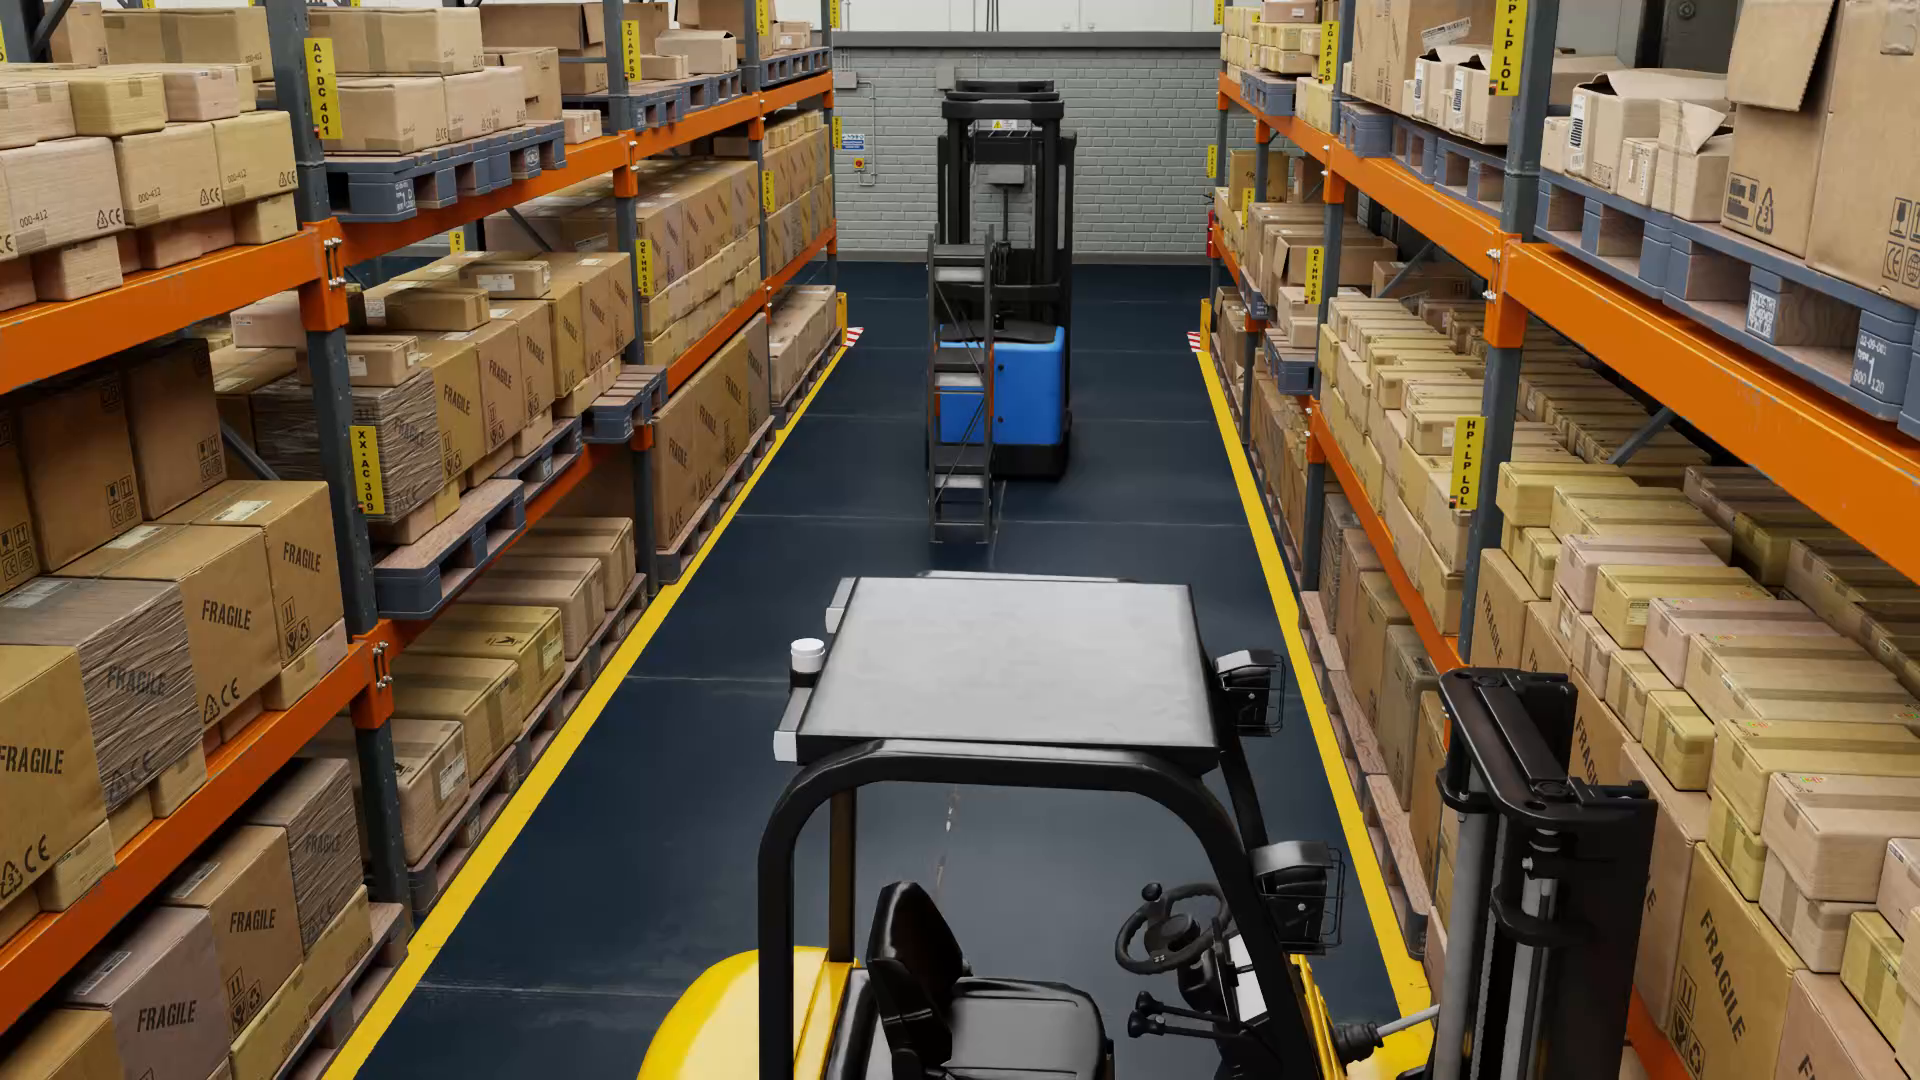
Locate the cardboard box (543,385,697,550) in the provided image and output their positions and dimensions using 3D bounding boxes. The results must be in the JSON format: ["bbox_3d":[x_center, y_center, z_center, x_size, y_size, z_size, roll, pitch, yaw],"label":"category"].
[{"bbox_3d":[-2.258,-0.494,10.851,0.875,0.875,0.875,1,18,3],"label":"cardboard box"}]

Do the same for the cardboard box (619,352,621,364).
[{"bbox_3d":[-2.180,-1.065,9.584,0.380,0.149,0.250,2,18,6],"label":"cardboard box"}]

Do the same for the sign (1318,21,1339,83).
[{"bbox_3d":[2.019,-2.666,9.094,0.100,0.325,0.005,1,18,4],"label":"sign"}]

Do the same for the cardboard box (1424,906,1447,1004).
[{"bbox_3d":[1.909,1.510,5.738,0.500,0.250,0.500,1,18,4],"label":"cardboard box"}]

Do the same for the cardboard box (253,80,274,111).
[{"bbox_3d":[-2.780,-1.588,6.200,0.500,0.250,0.500,1,18,3],"label":"cardboard box"}]

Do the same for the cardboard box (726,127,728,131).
[{"bbox_3d":[-2.262,-3.582,14.729,0.380,0.149,0.250,1,18,3],"label":"cardboard box"}]

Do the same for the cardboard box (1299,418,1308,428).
[{"bbox_3d":[2.459,-0.708,11.065,0.380,0.149,0.250,2,18,6],"label":"cardboard box"}]

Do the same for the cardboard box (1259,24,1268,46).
[{"bbox_3d":[2.380,-3.673,12.090,0.380,0.149,0.250,1,18,3],"label":"cardboard box"}]

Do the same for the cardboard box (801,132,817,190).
[{"bbox_3d":[-1.661,-3.627,15.909,0.500,0.500,0.500,1,18,4],"label":"cardboard box"}]

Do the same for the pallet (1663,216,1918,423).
[{"bbox_3d":[2.148,-0.480,3.394,1.003,0.211,1.213,1,18,4],"label":"pallet"}]

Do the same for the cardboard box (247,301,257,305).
[{"bbox_3d":[-7.148,-2.299,16.571,0.380,0.149,0.250,2,18,6],"label":"cardboard box"}]

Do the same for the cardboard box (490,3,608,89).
[{"bbox_3d":[-2.509,-3.076,10.340,0.700,0.500,0.500,0,18,1],"label":"cardboard box"}]

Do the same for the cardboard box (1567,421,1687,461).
[{"bbox_3d":[2.603,-0.359,6.500,0.380,0.149,0.250,1,18,4],"label":"cardboard box"}]

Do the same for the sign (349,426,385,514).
[{"bbox_3d":[-2.136,-0.251,5.981,0.100,0.325,0.005,1,18,4],"label":"sign"}]

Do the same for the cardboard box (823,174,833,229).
[{"bbox_3d":[-1.588,-3.468,17.029,0.500,0.500,0.500,1,18,4],"label":"cardboard box"}]

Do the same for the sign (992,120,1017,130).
[{"bbox_3d":[0.608,-5.694,22.656,0.339,0.242,0.001,1,18,4],"label":"sign"}]

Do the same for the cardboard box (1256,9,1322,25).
[{"bbox_3d":[2.643,-4.119,13.321,0.500,0.250,0.500,1,18,4],"label":"cardboard box"}]

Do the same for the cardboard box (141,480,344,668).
[{"bbox_3d":[-2.461,0.106,5.645,0.500,0.500,0.500,1,18,3],"label":"cardboard box"}]

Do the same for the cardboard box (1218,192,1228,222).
[{"bbox_3d":[2.797,-3.245,16.272,0.500,0.250,0.500,1,18,5],"label":"cardboard box"}]

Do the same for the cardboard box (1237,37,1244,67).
[{"bbox_3d":[2.750,-4.352,14.834,0.500,0.250,0.500,1,18,3],"label":"cardboard box"}]

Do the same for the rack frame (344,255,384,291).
[{"bbox_3d":[-6.762,-3.655,17.761,1.000,3.000,0.127,1,18,4],"label":"rack frame"}]

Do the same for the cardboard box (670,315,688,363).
[{"bbox_3d":[-2.086,-1.326,10.895,0.500,0.250,0.500,1,18,2],"label":"cardboard box"}]

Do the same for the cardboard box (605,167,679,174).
[{"bbox_3d":[-2.431,-2.568,12.675,0.500,0.500,0.500,1,18,4],"label":"cardboard box"}]

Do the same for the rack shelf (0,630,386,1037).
[{"bbox_3d":[-2.821,1.114,4.362,1.077,0.370,4.000,1,18,4],"label":"rack shelf"}]

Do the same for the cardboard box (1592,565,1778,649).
[{"bbox_3d":[1.904,0.177,4.385,0.380,0.149,0.250,1,18,3],"label":"cardboard box"}]

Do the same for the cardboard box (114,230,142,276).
[{"bbox_3d":[-2.561,-0.816,4.683,0.380,0.149,0.250,1,18,2],"label":"cardboard box"}]

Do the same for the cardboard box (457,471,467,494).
[{"bbox_3d":[-2.352,-0.261,7.132,0.380,0.149,0.250,2,18,7],"label":"cardboard box"}]

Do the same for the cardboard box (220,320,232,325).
[{"bbox_3d":[-6.674,-1.965,15.553,0.380,0.149,0.250,2,18,5],"label":"cardboard box"}]

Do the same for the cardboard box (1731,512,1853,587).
[{"bbox_3d":[2.487,0.029,4.838,0.380,0.149,0.250,1,18,3],"label":"cardboard box"}]

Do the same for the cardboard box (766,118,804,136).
[{"bbox_3d":[-1.680,-3.894,15.680,0.380,0.149,0.250,2,18,5],"label":"cardboard box"}]

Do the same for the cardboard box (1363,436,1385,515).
[{"bbox_3d":[2.175,-0.301,7.765,0.500,0.250,0.500,2,18,6],"label":"cardboard box"}]

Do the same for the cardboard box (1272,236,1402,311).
[{"bbox_3d":[2.493,-1.742,11.081,0.797,0.503,0.637,1,18,3],"label":"cardboard box"}]

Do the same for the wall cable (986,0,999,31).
[{"bbox_3d":[1.835,-8.126,21.711,2.988,3.039,0.133,1,18,4],"label":"wall cable"}]

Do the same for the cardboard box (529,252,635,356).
[{"bbox_3d":[-2.146,-1.333,9.360,0.500,0.500,0.500,1,18,2],"label":"cardboard box"}]

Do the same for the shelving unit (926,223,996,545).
[{"bbox_3d":[0.012,-1.049,11.253,0.431,2.100,0.503,1,18,4],"label":"shelving unit"}]

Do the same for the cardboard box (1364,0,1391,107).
[{"bbox_3d":[2.329,-2.323,7.884,0.700,0.500,0.500,1,18,3],"label":"cardboard box"}]

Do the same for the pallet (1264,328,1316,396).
[{"bbox_3d":[2.539,-1.103,10.279,1.213,0.211,1.003,1,18,4],"label":"pallet"}]

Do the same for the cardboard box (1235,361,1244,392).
[{"bbox_3d":[2.620,-1.415,14.640,0.396,0.266,0.258,2,18,6],"label":"cardboard box"}]

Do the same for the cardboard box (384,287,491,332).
[{"bbox_3d":[-2.316,-1.024,7.376,0.380,0.149,0.250,2,18,7],"label":"cardboard box"}]

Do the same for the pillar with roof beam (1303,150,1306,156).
[{"bbox_3d":[-0.068,-7.231,19.038,9.100,9.000,0.400,1,18,4],"label":"pillar with roof beam"}]

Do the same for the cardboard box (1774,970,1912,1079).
[{"bbox_3d":[1.807,1.136,2.979,0.500,0.500,0.500,2,18,6],"label":"cardboard box"}]

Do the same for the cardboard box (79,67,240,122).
[{"bbox_3d":[-2.425,-1.348,5.026,0.380,0.149,0.250,1,18,3],"label":"cardboard box"}]

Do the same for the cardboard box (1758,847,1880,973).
[{"bbox_3d":[1.802,0.713,3.227,0.380,0.149,0.250,1,18,2],"label":"cardboard box"}]

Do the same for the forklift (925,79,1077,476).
[{"bbox_3d":[0.387,-2.297,13.727,1.130,2.935,3.031,2,18,5],"label":"forklift"}]

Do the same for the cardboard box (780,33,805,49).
[{"bbox_3d":[-1.710,-4.855,16.175,0.380,0.149,0.250,0,18,0],"label":"cardboard box"}]

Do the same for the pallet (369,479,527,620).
[{"bbox_3d":[-2.478,0.008,6.890,1.003,0.211,1.213,1,18,4],"label":"pallet"}]

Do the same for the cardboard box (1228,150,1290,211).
[{"bbox_3d":[2.725,-3.292,15.212,0.500,0.500,0.500,2,18,5],"label":"cardboard box"}]

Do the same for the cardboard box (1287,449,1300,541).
[{"bbox_3d":[2.423,-0.285,10.815,0.500,0.500,0.500,1,18,3],"label":"cardboard box"}]

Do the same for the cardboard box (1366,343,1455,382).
[{"bbox_3d":[2.162,-0.844,7.980,0.380,0.149,0.250,2,18,5],"label":"cardboard box"}]

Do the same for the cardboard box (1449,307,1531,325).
[{"bbox_3d":[2.832,-1.148,8.908,0.380,0.149,0.250,2,18,5],"label":"cardboard box"}]

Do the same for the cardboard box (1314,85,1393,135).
[{"bbox_3d":[2.355,-2.501,9.662,0.500,0.250,0.500,1,18,2],"label":"cardboard box"}]

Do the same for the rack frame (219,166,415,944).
[{"bbox_3d":[-2.678,0.151,6.146,1.000,3.000,0.127,1,18,4],"label":"rack frame"}]

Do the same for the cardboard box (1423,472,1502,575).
[{"bbox_3d":[2.054,-0.064,6.239,0.500,0.250,0.500,1,18,3],"label":"cardboard box"}]

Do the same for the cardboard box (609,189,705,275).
[{"bbox_3d":[-2.033,-2.077,11.177,0.500,0.500,0.500,2,18,5],"label":"cardboard box"}]

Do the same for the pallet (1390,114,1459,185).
[{"bbox_3d":[2.524,-1.757,7.455,1.003,0.211,1.213,2,18,6],"label":"pallet"}]
